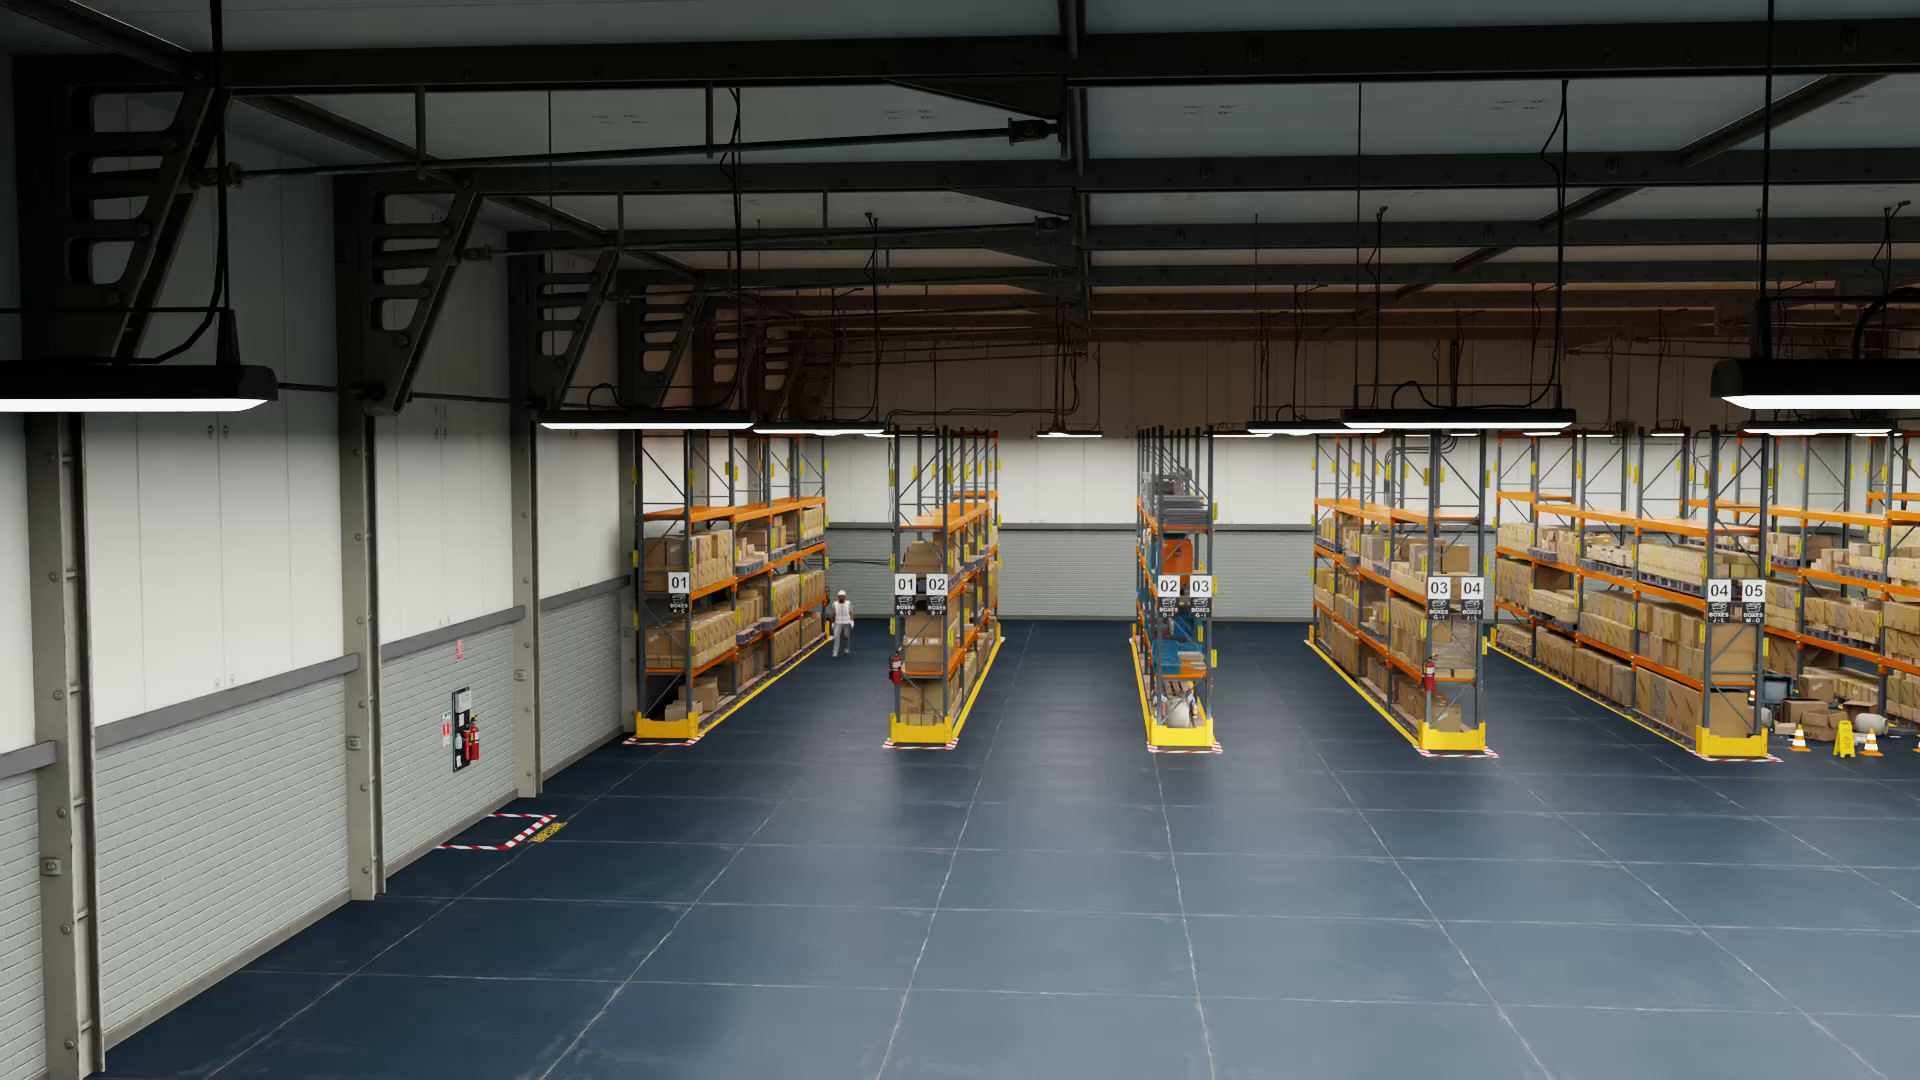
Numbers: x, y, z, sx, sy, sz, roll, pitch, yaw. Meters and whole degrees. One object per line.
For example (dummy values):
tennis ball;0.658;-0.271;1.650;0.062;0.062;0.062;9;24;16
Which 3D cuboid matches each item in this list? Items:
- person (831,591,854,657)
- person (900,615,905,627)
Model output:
person;-3.111;2.196;43.905;0.623;1.708;1.079;0;3;1
person;-1.597;1.934;49.943;0.931;1.551;0.397;1;4;15
